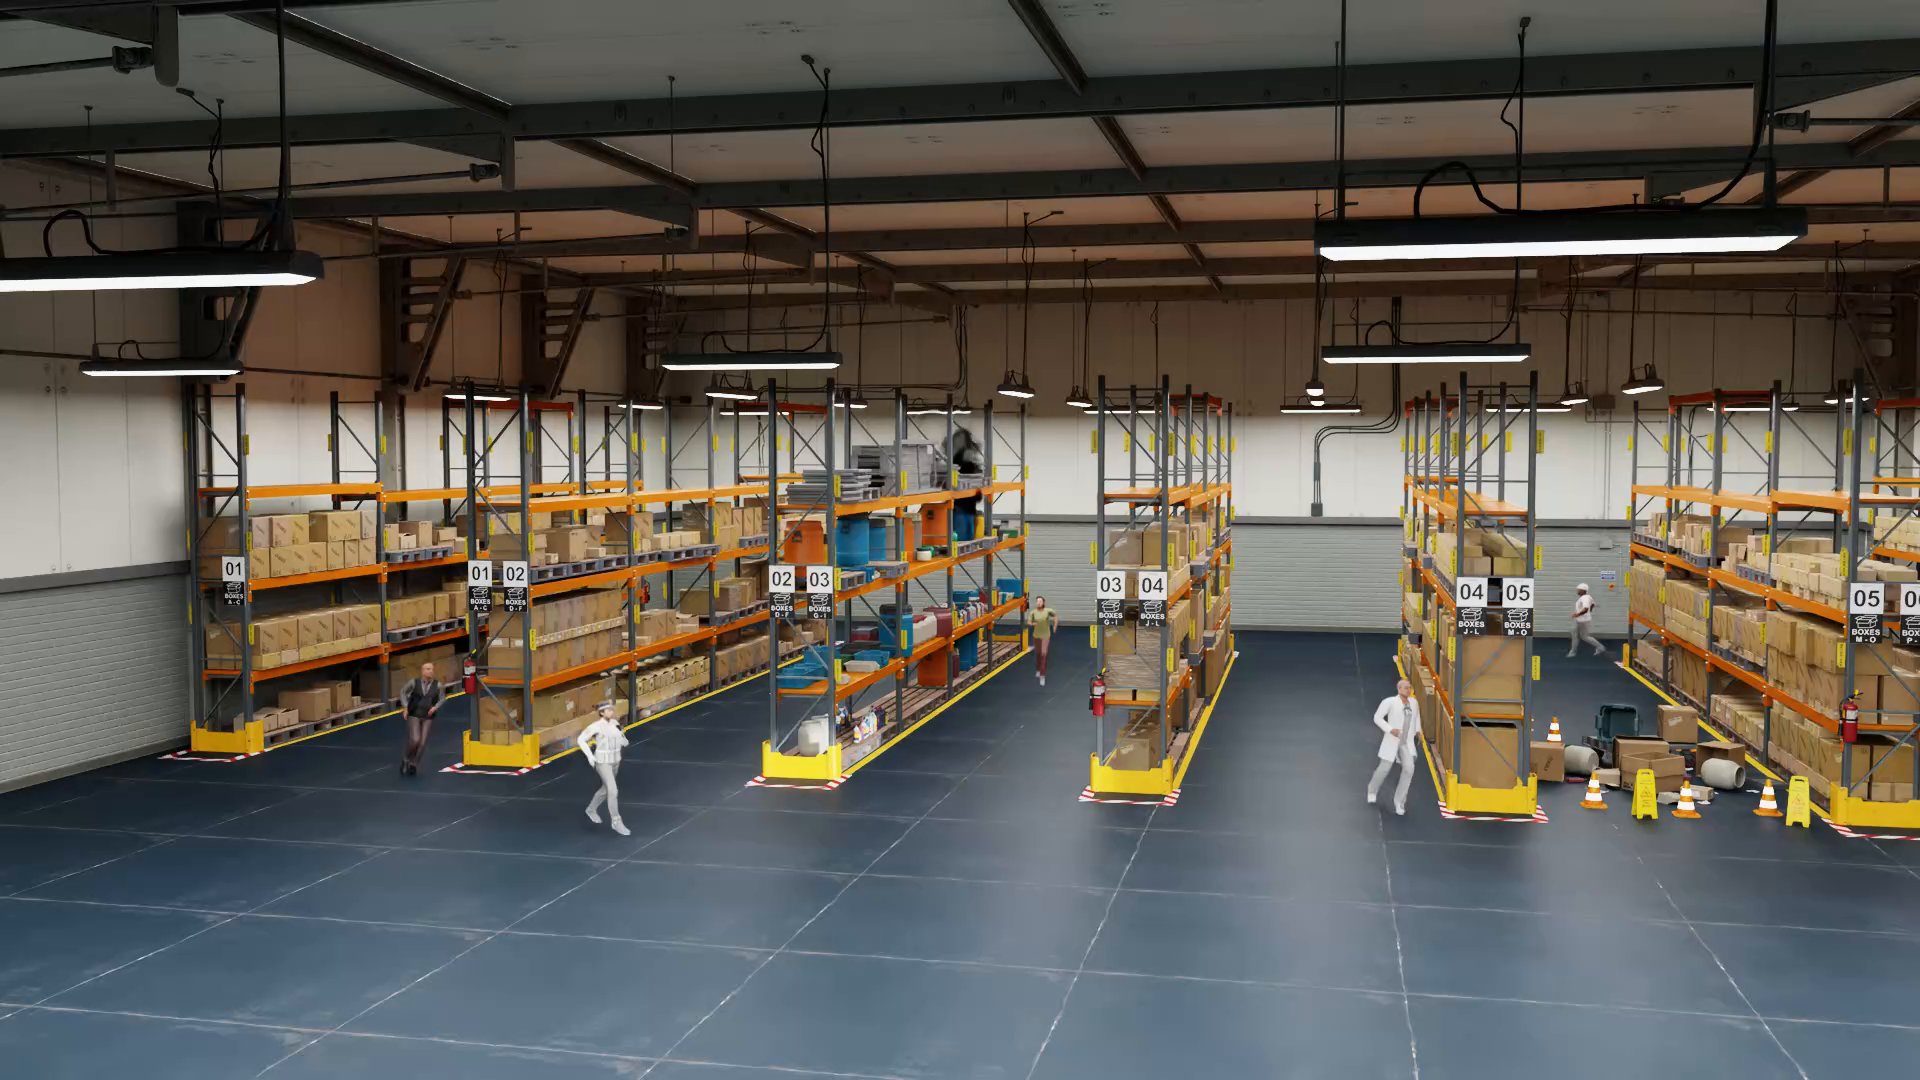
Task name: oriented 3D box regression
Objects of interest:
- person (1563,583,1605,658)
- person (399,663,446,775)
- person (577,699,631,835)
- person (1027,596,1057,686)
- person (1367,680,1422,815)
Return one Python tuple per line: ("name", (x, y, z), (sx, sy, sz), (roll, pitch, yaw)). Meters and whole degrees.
("person", (14.609, 1.904, 38.892), (0.927, 1.782, 0.720), (1, 3, 17))
("person", (-8.177, 2.717, 25.299), (0.693, 1.681, 0.609), (-2, 4, -29))
("person", (-4.572, 2.906, 21.528), (0.879, 1.719, 0.596), (2, 4, 31))
("person", (1.642, 1.993, 33.303), (0.581, 1.763, 0.821), (1, 3, 12))
("person", (6.051, 2.824, 22.900), (0.767, 1.808, 0.855), (-1, 3, -10))
